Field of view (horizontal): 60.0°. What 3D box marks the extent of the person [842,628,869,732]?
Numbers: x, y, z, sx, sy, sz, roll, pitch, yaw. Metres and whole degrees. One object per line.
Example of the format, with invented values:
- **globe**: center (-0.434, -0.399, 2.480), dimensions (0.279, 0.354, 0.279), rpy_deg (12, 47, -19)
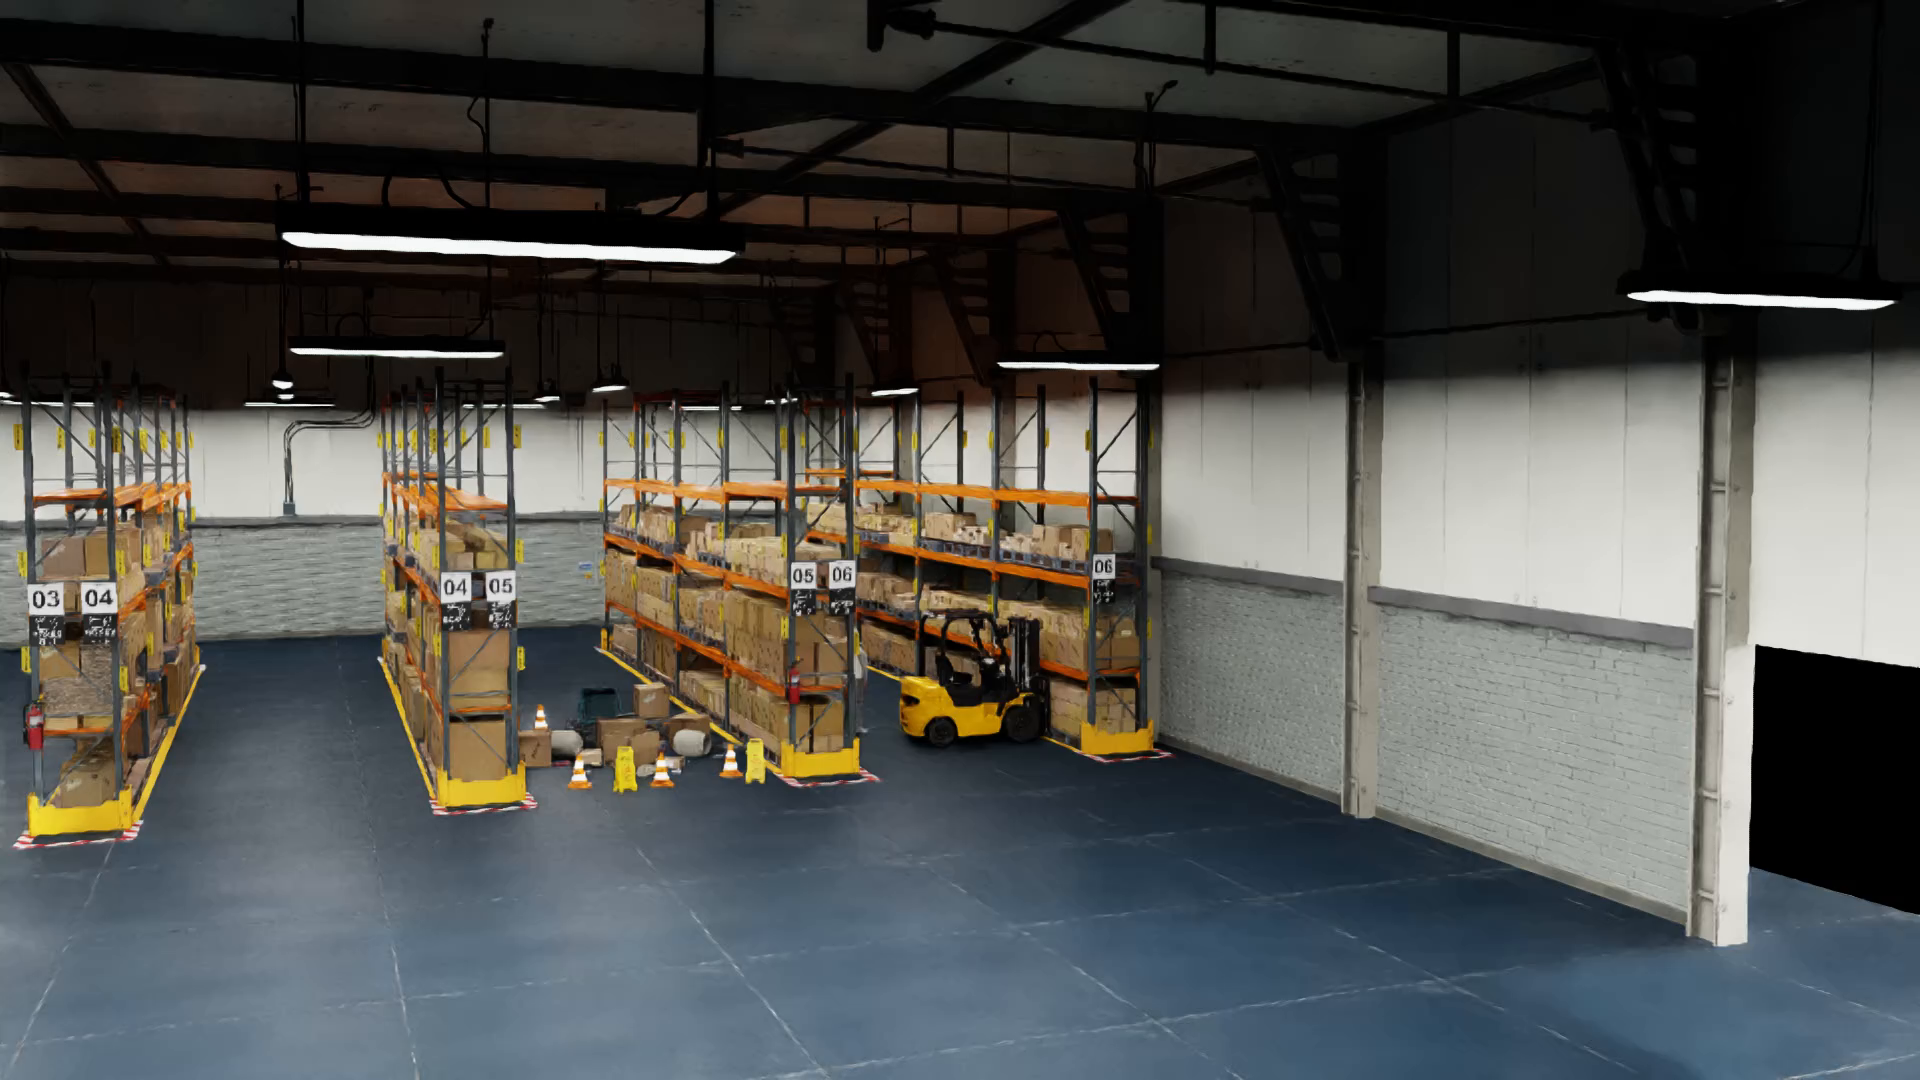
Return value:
- **person**: center (-1.790, 2.386, 28.522), dimensions (0.584, 1.776, 0.447), rpy_deg (3, 4, 37)
